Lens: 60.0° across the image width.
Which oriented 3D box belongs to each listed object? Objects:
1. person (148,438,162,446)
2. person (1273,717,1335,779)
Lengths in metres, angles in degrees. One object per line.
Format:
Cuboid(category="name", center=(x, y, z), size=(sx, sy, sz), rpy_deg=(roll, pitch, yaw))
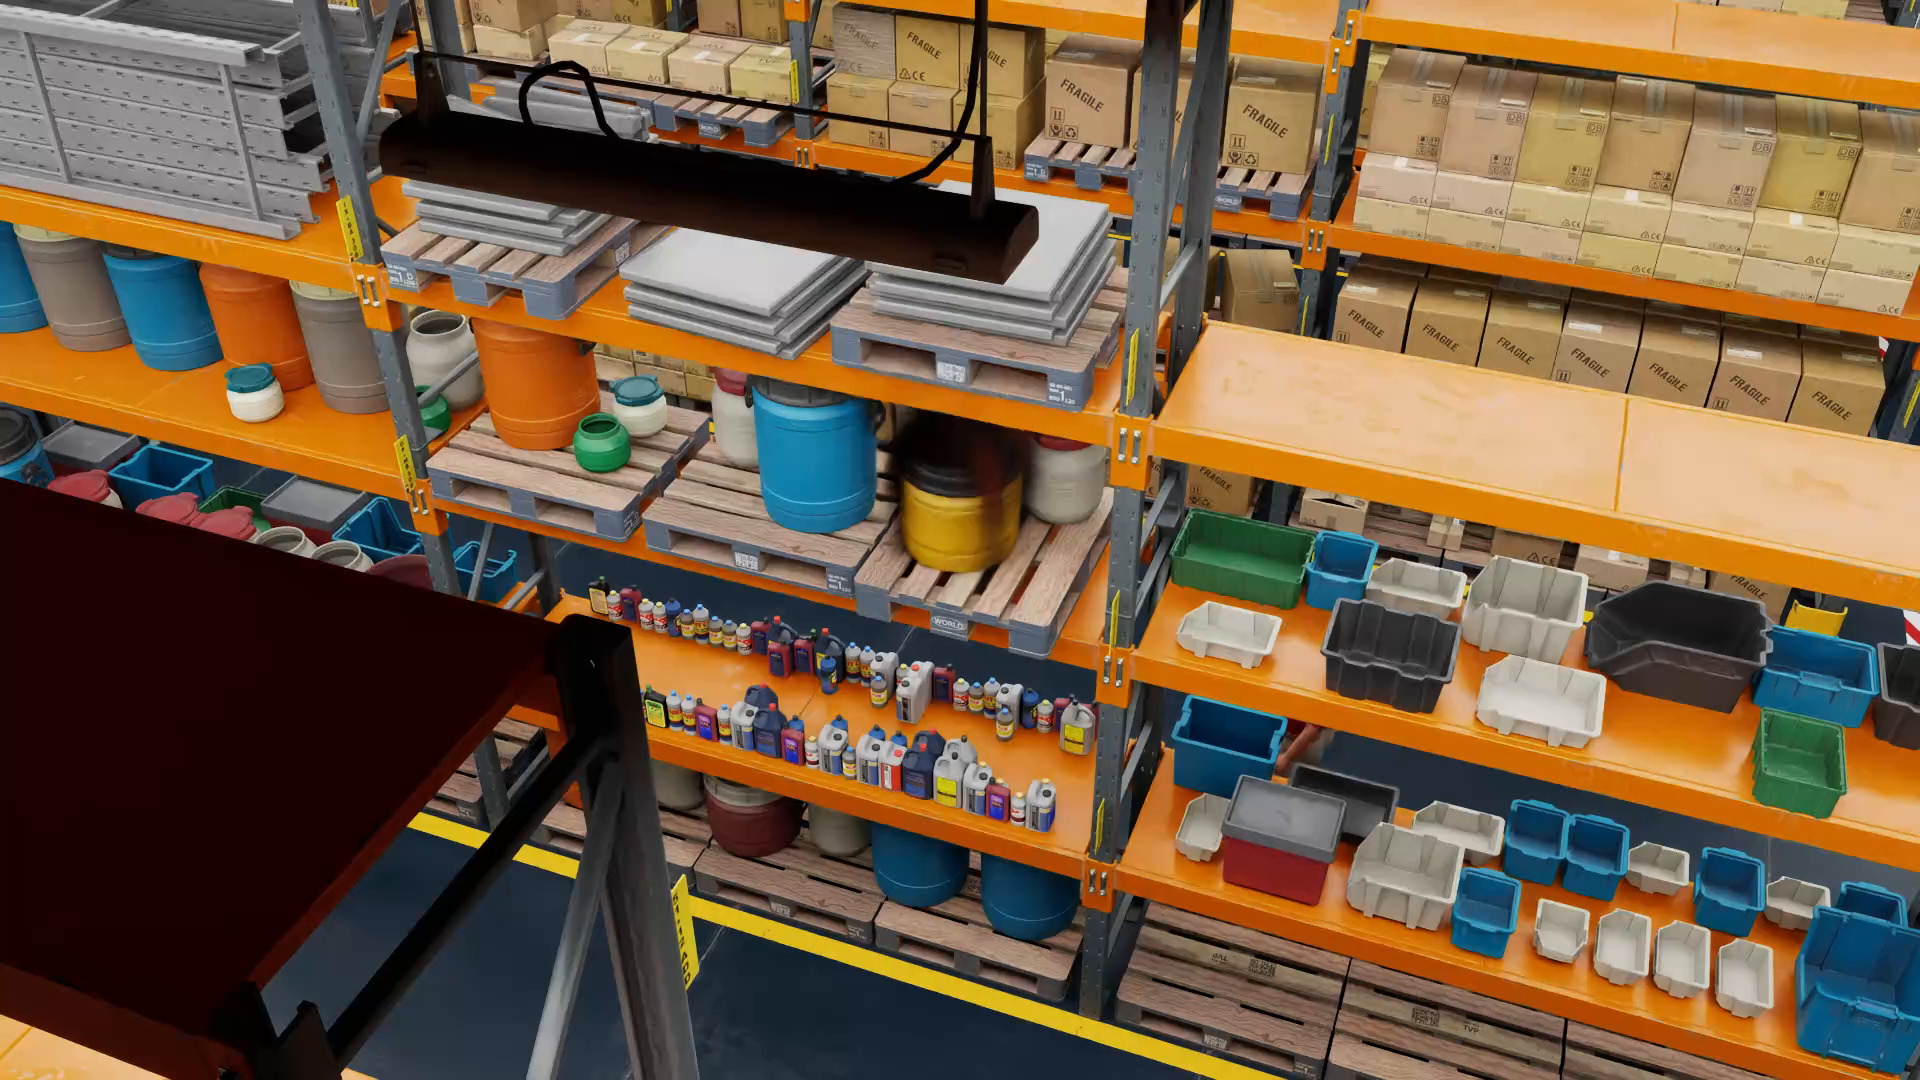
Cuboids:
Cuboid(category="person", center=(-7.227, -1.569, 14.173), size=(0.533, 1.753, 0.348), rpy_deg=(9, 37, 12))
Cuboid(category="person", center=(2.156, 1.228, 10.227), size=(0.807, 1.665, 0.612), rpy_deg=(23, 42, 28))
